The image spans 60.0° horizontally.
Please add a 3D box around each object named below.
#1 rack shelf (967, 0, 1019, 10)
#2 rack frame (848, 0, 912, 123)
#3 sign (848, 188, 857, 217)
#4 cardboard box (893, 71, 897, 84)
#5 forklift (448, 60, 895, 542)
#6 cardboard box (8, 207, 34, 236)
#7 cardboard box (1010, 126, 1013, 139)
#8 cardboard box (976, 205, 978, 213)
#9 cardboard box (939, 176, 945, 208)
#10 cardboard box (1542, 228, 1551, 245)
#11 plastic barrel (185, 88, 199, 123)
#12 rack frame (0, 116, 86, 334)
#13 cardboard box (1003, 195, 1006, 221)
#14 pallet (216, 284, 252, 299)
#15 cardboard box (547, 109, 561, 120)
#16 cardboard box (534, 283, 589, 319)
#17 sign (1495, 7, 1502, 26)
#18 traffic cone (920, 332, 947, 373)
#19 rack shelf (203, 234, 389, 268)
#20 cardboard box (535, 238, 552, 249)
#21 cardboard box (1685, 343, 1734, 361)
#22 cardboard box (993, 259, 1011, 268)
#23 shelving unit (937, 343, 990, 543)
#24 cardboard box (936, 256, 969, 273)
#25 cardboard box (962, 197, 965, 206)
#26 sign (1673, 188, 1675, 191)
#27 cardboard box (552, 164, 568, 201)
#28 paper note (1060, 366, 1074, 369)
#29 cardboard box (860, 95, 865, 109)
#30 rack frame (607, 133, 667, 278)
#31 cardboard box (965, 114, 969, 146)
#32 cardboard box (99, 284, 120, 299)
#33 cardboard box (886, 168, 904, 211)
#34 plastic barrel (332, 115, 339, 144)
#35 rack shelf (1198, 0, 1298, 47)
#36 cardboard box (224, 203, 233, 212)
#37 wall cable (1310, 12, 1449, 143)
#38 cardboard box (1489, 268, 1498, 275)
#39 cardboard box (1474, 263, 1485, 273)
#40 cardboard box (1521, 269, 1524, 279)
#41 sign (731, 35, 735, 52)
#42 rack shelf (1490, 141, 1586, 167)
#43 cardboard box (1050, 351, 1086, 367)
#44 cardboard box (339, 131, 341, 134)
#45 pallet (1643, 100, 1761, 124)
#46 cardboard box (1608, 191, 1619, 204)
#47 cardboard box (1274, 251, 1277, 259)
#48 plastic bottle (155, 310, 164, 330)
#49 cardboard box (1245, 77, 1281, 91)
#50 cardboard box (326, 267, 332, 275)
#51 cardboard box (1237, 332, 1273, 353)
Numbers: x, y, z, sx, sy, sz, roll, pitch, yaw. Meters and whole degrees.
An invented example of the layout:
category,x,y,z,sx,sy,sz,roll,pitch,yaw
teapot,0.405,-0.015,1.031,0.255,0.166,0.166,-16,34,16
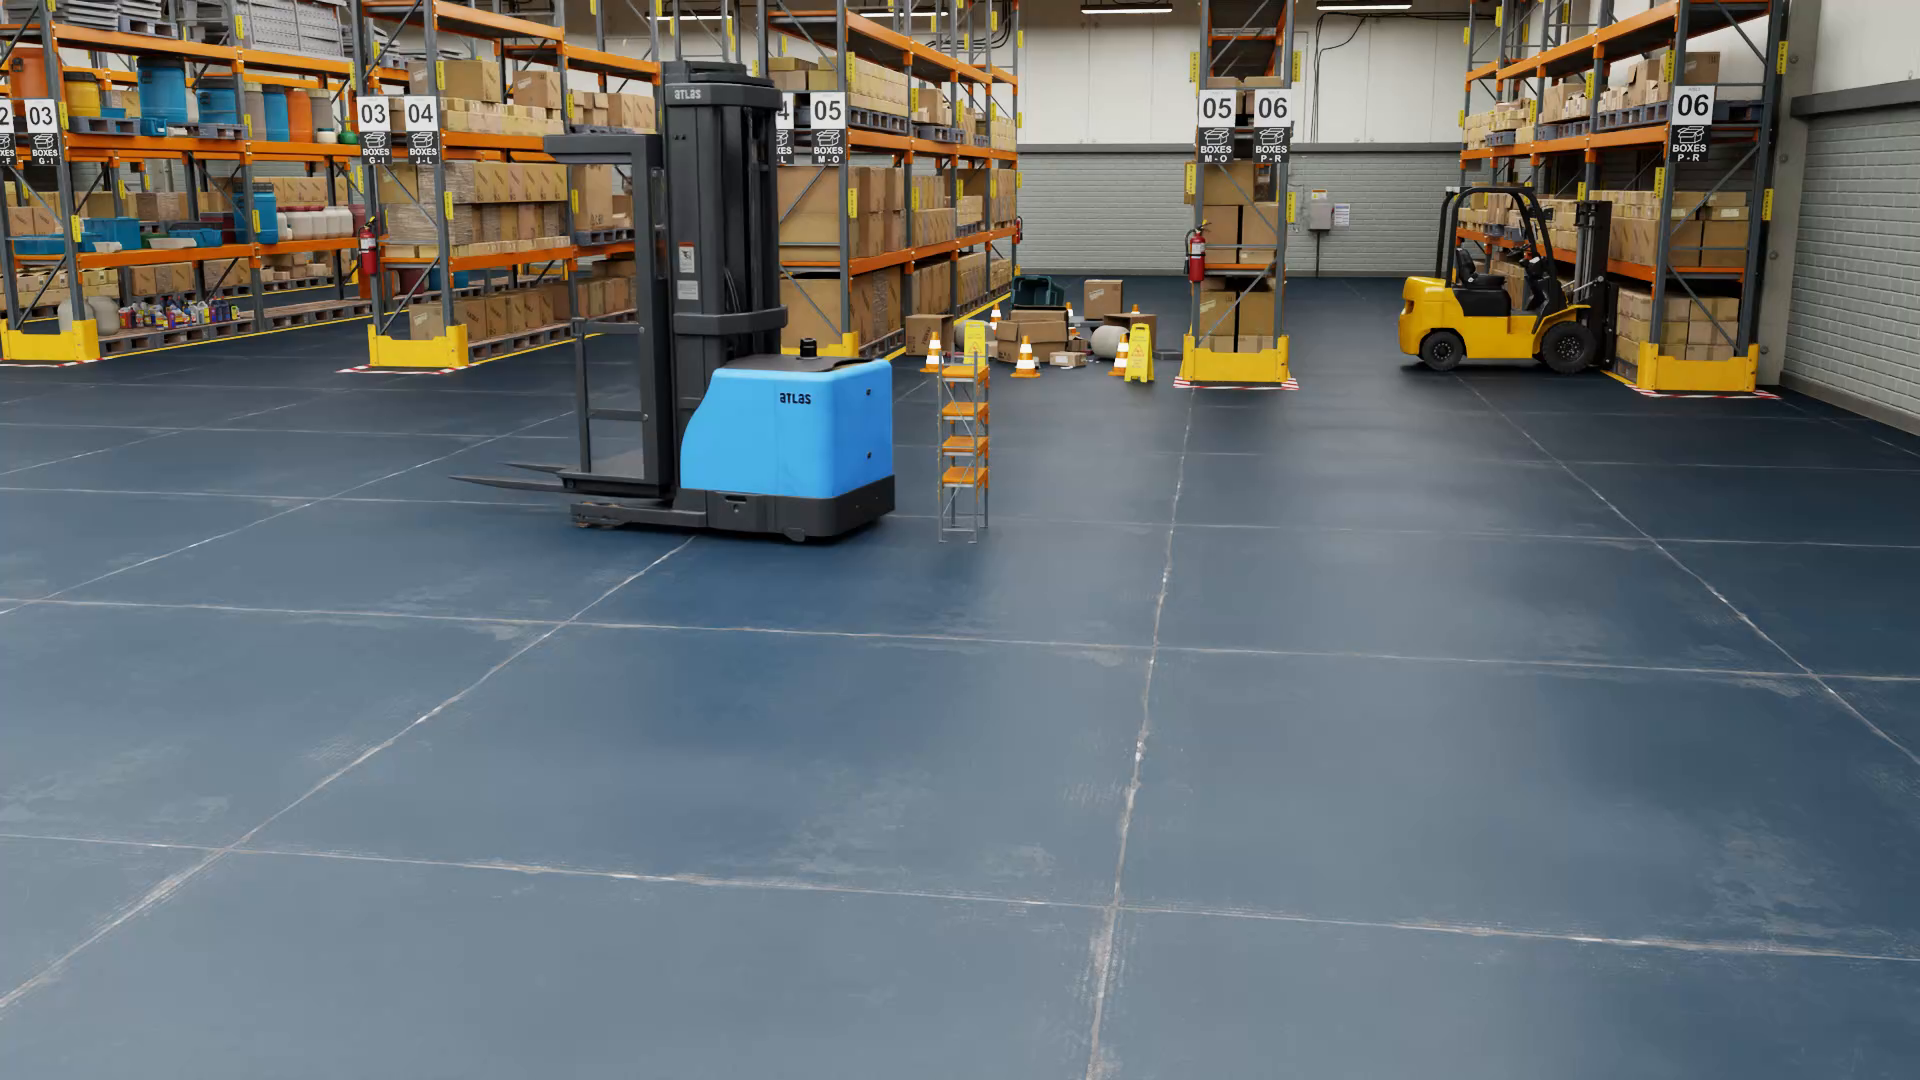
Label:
category,x,y,z,sx,sy,sz,roll,pitch,yaw
rack shelf,0.371,-10.543,31.871,1.077,0.370,4.000,2,12,9
rack frame,-1.166,-7.188,22.486,1.000,3.000,0.127,2,12,9
sign,-1.234,-3.865,19.066,0.100,0.325,0.005,2,12,9
cardboard box,-1.025,-5.999,21.561,0.380,0.149,0.250,2,12,10
forklift,-2.002,-1.596,10.944,3.031,2.935,1.130,5,13,21
cardboard box,-15.548,-5.181,27.176,0.500,0.500,0.500,2,12,9
cardboard box,0.782,-8.180,33.379,0.500,0.250,0.500,2,12,7
cardboard box,0.117,-5.953,29.889,0.380,0.149,0.250,2,12,11
cardboard box,-0.630,-5.532,26.434,0.700,0.500,0.500,2,12,8
cardboard box,8.796,-4.419,24.233,0.500,0.250,0.500,1,12,7
plastic barrel,-11.206,-6.240,23.948,0.421,0.512,0.421,0,12,0
rack frame,-11.561,-3.765,20.843,1.000,3.000,0.127,2,12,9
cardboard box,0.625,-6.529,32.727,0.500,0.500,0.500,3,12,11
pallet,-14.697,-4.890,32.685,1.003,0.211,1.213,2,12,9
cardboard box,-5.816,-5.948,23.262,0.380,0.149,0.250,2,12,10
cardboard box,-5.936,-3.557,24.769,0.700,0.500,0.500,1,12,4
sign,9.342,-9.071,28.817,0.100,0.325,0.005,2,12,9
traffic cone,-0.297,-2.247,19.822,0.336,0.463,0.334,2,12,9
rack shelf,-10.638,-4.662,26.714,1.077,0.370,4.000,2,12,9
cardboard box,-5.868,-4.102,23.006,0.380,0.149,0.250,2,12,9
cardboard box,8.299,-2.080,18.556,0.500,0.250,0.500,2,12,9
cardboard box,0.838,-5.629,33.850,0.380,0.149,0.250,2,12,7
shelving unit,0.025,-0.621,10.527,0.258,1.200,0.503,2,12,9
cardboard box,-0.128,-4.679,28.242,0.500,0.250,0.500,2,12,8
cardboard box,-0.127,-5.770,28.333,0.380,0.149,0.250,2,12,11
sign,9.194,-4.400,21.548,0.100,0.325,0.005,2,12,9
cardboard box,-5.849,-5.017,23.339,0.500,0.500,0.500,2,12,9
paper note,1.304,-2.093,20.133,0.148,0.019,0.142,-2,12,-11
cardboard box,-1.335,-5.186,19.682,0.380,0.149,0.250,2,12,9
rack frame,-5.437,-5.270,27.826,1.000,3.000,0.127,2,12,9
cardboard box,-0.131,-6.818,27.651,0.500,0.500,0.500,2,12,9
cardboard box,-15.065,-4.335,29.019,0.500,0.250,0.500,2,12,10
cardboard box,-1.227,-4.663,22.089,0.875,0.550,0.550,2,12,9
plastic barrel,-10.681,-6.896,27.988,0.421,0.512,0.421,0,12,0
rack shelf,3.433,-6.279,19.984,1.077,0.370,4.000,2,12,9
cardboard box,-14.786,-6.585,33.693,0.500,0.500,0.500,2,12,10
wall cable,9.672,-10.635,38.393,2.988,3.039,0.133,2,12,9
cardboard box,9.579,-4.511,29.242,0.500,0.500,0.500,2,12,11
cardboard box,9.974,-4.920,31.140,0.700,0.500,0.500,1,12,7
cardboard box,9.086,-4.200,26.259,0.380,0.149,0.250,1,12,6
sign,-4.754,-10.421,34.895,0.100,0.325,0.005,2,12,9
rack shelf,9.568,-6.320,27.285,1.077,0.370,4.000,2,12,9
cardboard box,1.330,-2.228,20.478,0.380,0.149,0.250,10,15,38
cardboard box,-13.821,-8.779,36.158,0.500,0.250,0.500,2,12,9
pallet,8.165,-4.693,18.238,1.003,0.211,1.213,2,12,9
cardboard box,8.168,-4.195,20.354,0.380,0.149,0.250,2,12,8
cardboard box,3.528,-3.330,19.422,0.380,0.149,0.250,1,12,7
plastic bottle,-10.974,-3.013,22.788,0.097,0.271,0.097,0,12,0
cardboard box,3.381,-5.084,18.547,0.380,0.149,0.250,2,12,8
cardboard box,-13.986,-5.884,36.358,0.380,0.166,0.250,2,12,9
cardboard box,3.522,-2.303,19.591,0.500,0.250,0.500,2,12,8
